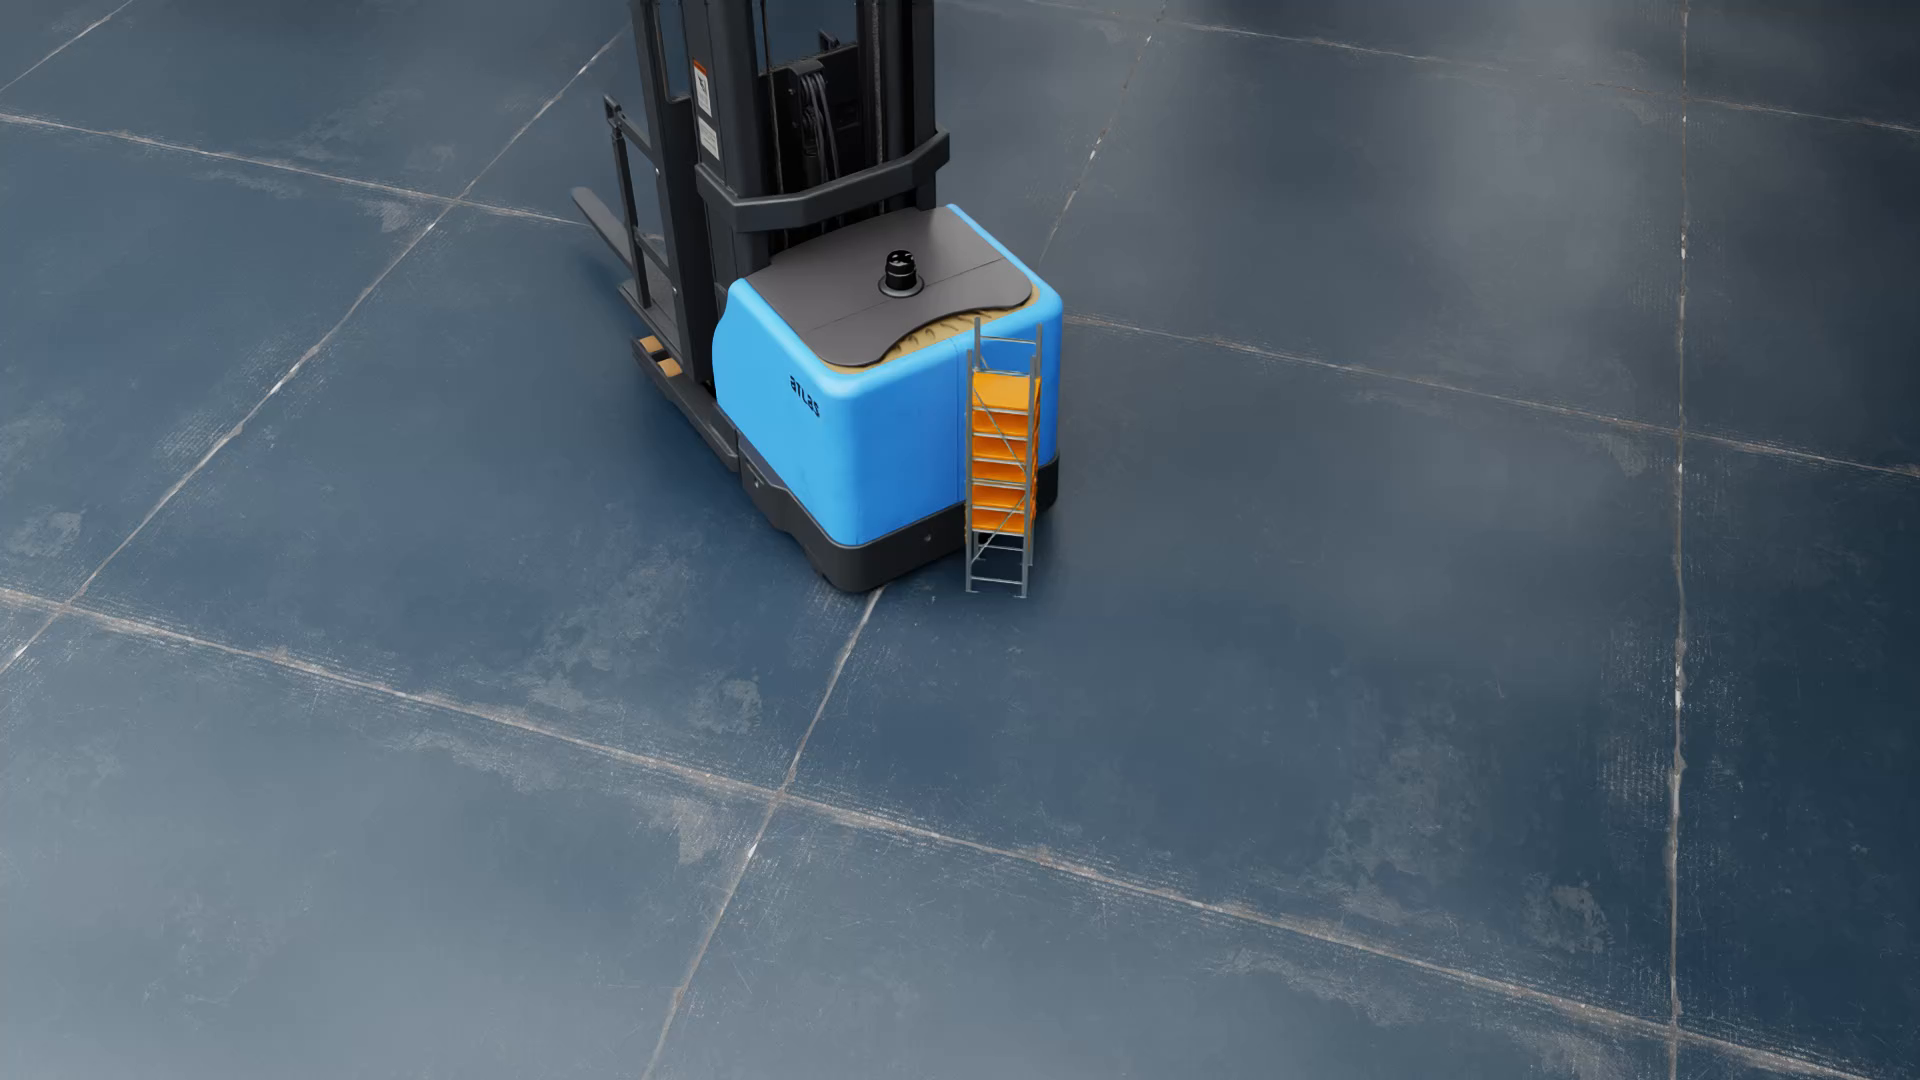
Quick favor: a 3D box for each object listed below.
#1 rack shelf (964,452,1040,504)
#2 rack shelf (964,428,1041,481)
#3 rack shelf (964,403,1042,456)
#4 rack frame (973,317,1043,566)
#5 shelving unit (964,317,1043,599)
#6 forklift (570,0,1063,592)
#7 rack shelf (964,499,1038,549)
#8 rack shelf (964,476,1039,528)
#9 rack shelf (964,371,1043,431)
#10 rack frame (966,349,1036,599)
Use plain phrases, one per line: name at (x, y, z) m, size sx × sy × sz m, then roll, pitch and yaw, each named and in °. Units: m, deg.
rack shelf at (0.157, -0.244, 6.205) m, size 0.258 × 0.103 × 0.180 m, roll 6°, pitch 45°, yaw 7°
rack shelf at (0.157, -0.329, 6.121) m, size 0.258 × 0.103 × 0.180 m, roll 6°, pitch 45°, yaw 7°
rack shelf at (0.157, -0.415, 6.037) m, size 0.258 × 0.103 × 0.180 m, roll 6°, pitch 45°, yaw 7°
rack frame at (0.171, -0.339, 6.238) m, size 0.240 × 1.200 × 0.006 m, roll 6°, pitch 45°, yaw 7°
shelving unit at (0.157, -0.275, 6.174) m, size 0.258 × 1.200 × 0.189 m, roll 6°, pitch 45°, yaw 7°
forklift at (-0.821, -1.853, 6.548) m, size 1.130 × 2.935 × 3.031 m, roll -24°, pitch 49°, yaw -23°
rack shelf at (0.157, -0.072, 6.373) m, size 0.258 × 0.103 × 0.180 m, roll 6°, pitch 45°, yaw 7°
rack shelf at (0.157, -0.158, 6.289) m, size 0.258 × 0.103 × 0.180 m, roll 6°, pitch 45°, yaw 7°
rack shelf at (0.157, -0.501, 5.953) m, size 0.258 × 0.103 × 0.180 m, roll 6°, pitch 45°, yaw 7°
rack frame at (0.142, -0.212, 6.109) m, size 0.240 × 1.200 × 0.006 m, roll 6°, pitch 45°, yaw 7°
